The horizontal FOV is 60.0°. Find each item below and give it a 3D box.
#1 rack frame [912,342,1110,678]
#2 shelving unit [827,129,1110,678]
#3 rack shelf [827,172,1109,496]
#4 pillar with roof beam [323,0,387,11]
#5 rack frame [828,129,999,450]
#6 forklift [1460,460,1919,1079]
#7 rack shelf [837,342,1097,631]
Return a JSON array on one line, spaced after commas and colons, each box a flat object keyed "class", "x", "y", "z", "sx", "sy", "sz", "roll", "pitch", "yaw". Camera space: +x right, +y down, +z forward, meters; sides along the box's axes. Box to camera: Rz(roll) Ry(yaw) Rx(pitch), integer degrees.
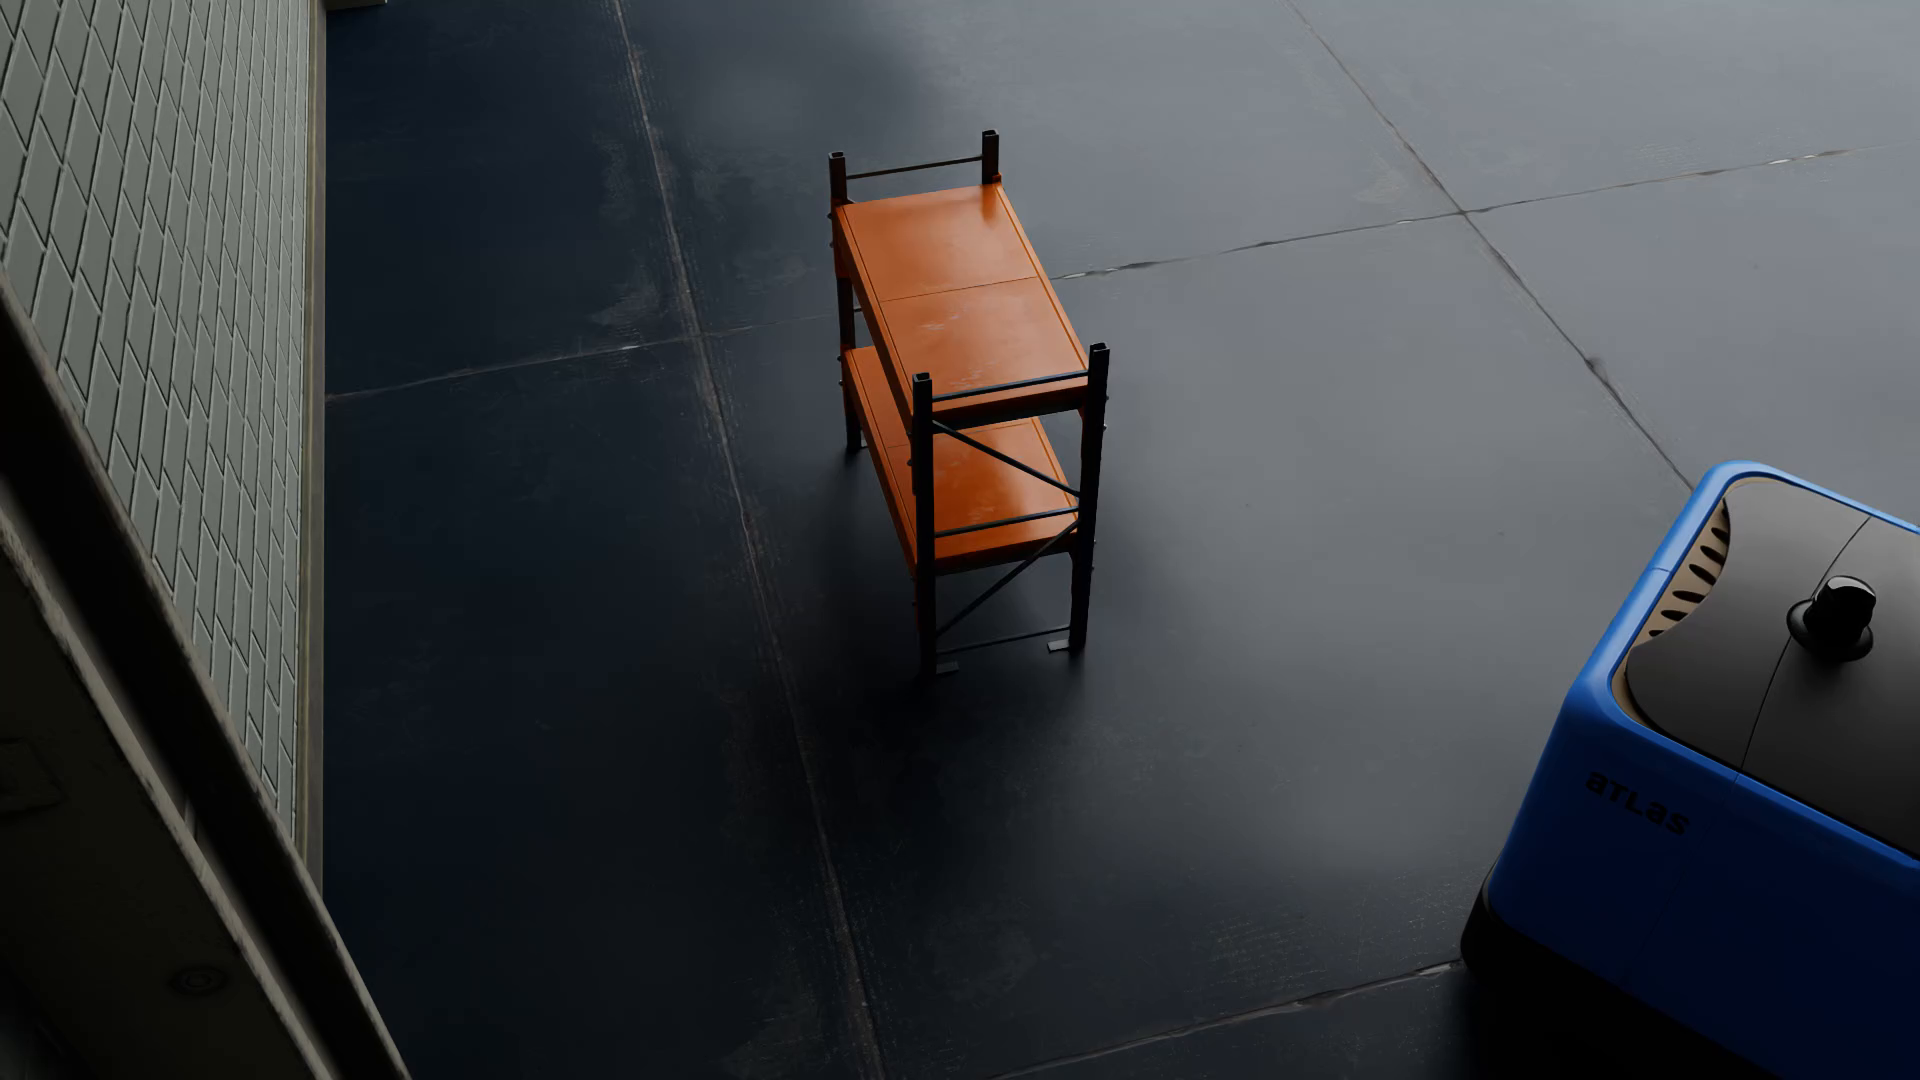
[{"class": "rack frame", "x": 0.128, "y": -0.047, "z": 4.509, "sx": 0.500, "sy": 1.125, "sz": 0.032, "roll": -11, "pitch": 47, "yaw": -10}, {"class": "shelving unit", "x": -0.002, "y": -0.398, "z": 4.853, "sx": 0.538, "sy": 1.125, "sz": 1.048, "roll": -11, "pitch": 47, "yaw": -10}, {"class": "rack shelf", "x": -0.002, "y": -0.603, "z": 4.644, "sx": 0.538, "sy": 0.278, "sz": 1.000, "roll": -11, "pitch": 47, "yaw": -10}, {"class": "pillar with roof beam", "x": 1.314, "y": -6.524, "z": 5.343, "sx": 9.100, "sy": 9.000, "sz": 0.400, "roll": -11, "pitch": 47, "yaw": -10}, {"class": "rack frame", "x": -0.132, "y": -0.749, "z": 5.197, "sx": 0.500, "sy": 1.125, "sz": 0.032, "roll": -11, "pitch": 47, "yaw": -10}, {"class": "forklift", "x": 2.732, "y": 0.416, "z": 2.790, "sx": 3.031, "sy": 2.935, "sz": 1.130, "roll": 28, "pitch": 52, "yaw": 25}, {"class": "rack shelf", "x": -0.002, "y": -0.227, "z": 5.027, "sx": 0.538, "sy": 0.278, "sz": 1.000, "roll": -11, "pitch": 47, "yaw": -10}]
